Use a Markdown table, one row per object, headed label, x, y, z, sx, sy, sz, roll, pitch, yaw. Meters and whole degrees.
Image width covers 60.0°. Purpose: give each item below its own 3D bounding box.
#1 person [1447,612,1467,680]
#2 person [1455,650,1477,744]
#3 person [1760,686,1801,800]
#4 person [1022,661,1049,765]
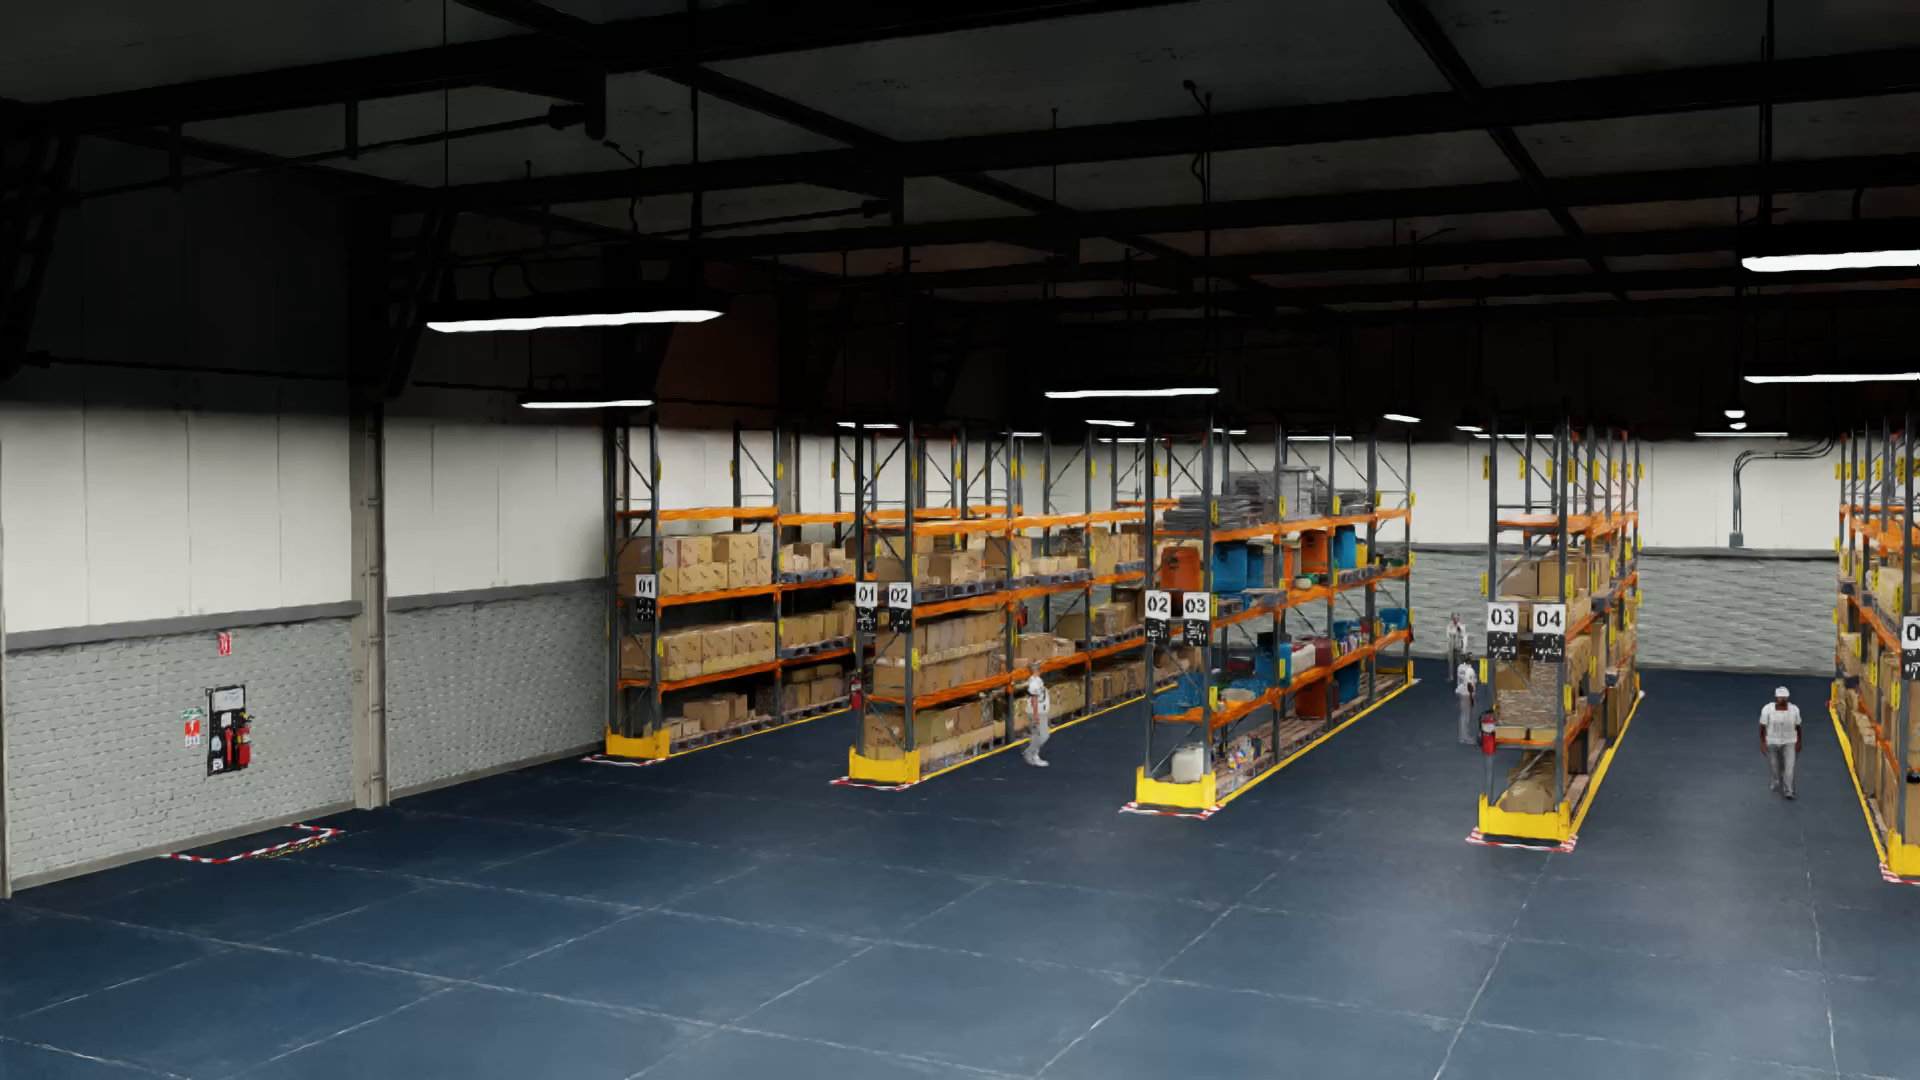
| label | x | y | z | sx | sy | sz | roll | pitch | yaw |
| --- | --- | --- | --- | --- | --- | --- | --- | --- | --- |
| person | 11.832 | 2.516 | 39.608 | 0.500 | 1.625 | 0.997 | 1 | 3 | 24 |
| person | 9.322 | 2.870 | 30.527 | 0.416 | 1.679 | 0.507 | 0 | 2 | -5 |
| person | 12.548 | 3.074 | 25.451 | 0.569 | 1.691 | 1.121 | 1 | 3 | 27 |
| person | 1.280 | 2.938 | 28.184 | 0.468 | 1.755 | 0.580 | 0 | 2 | -2 |
